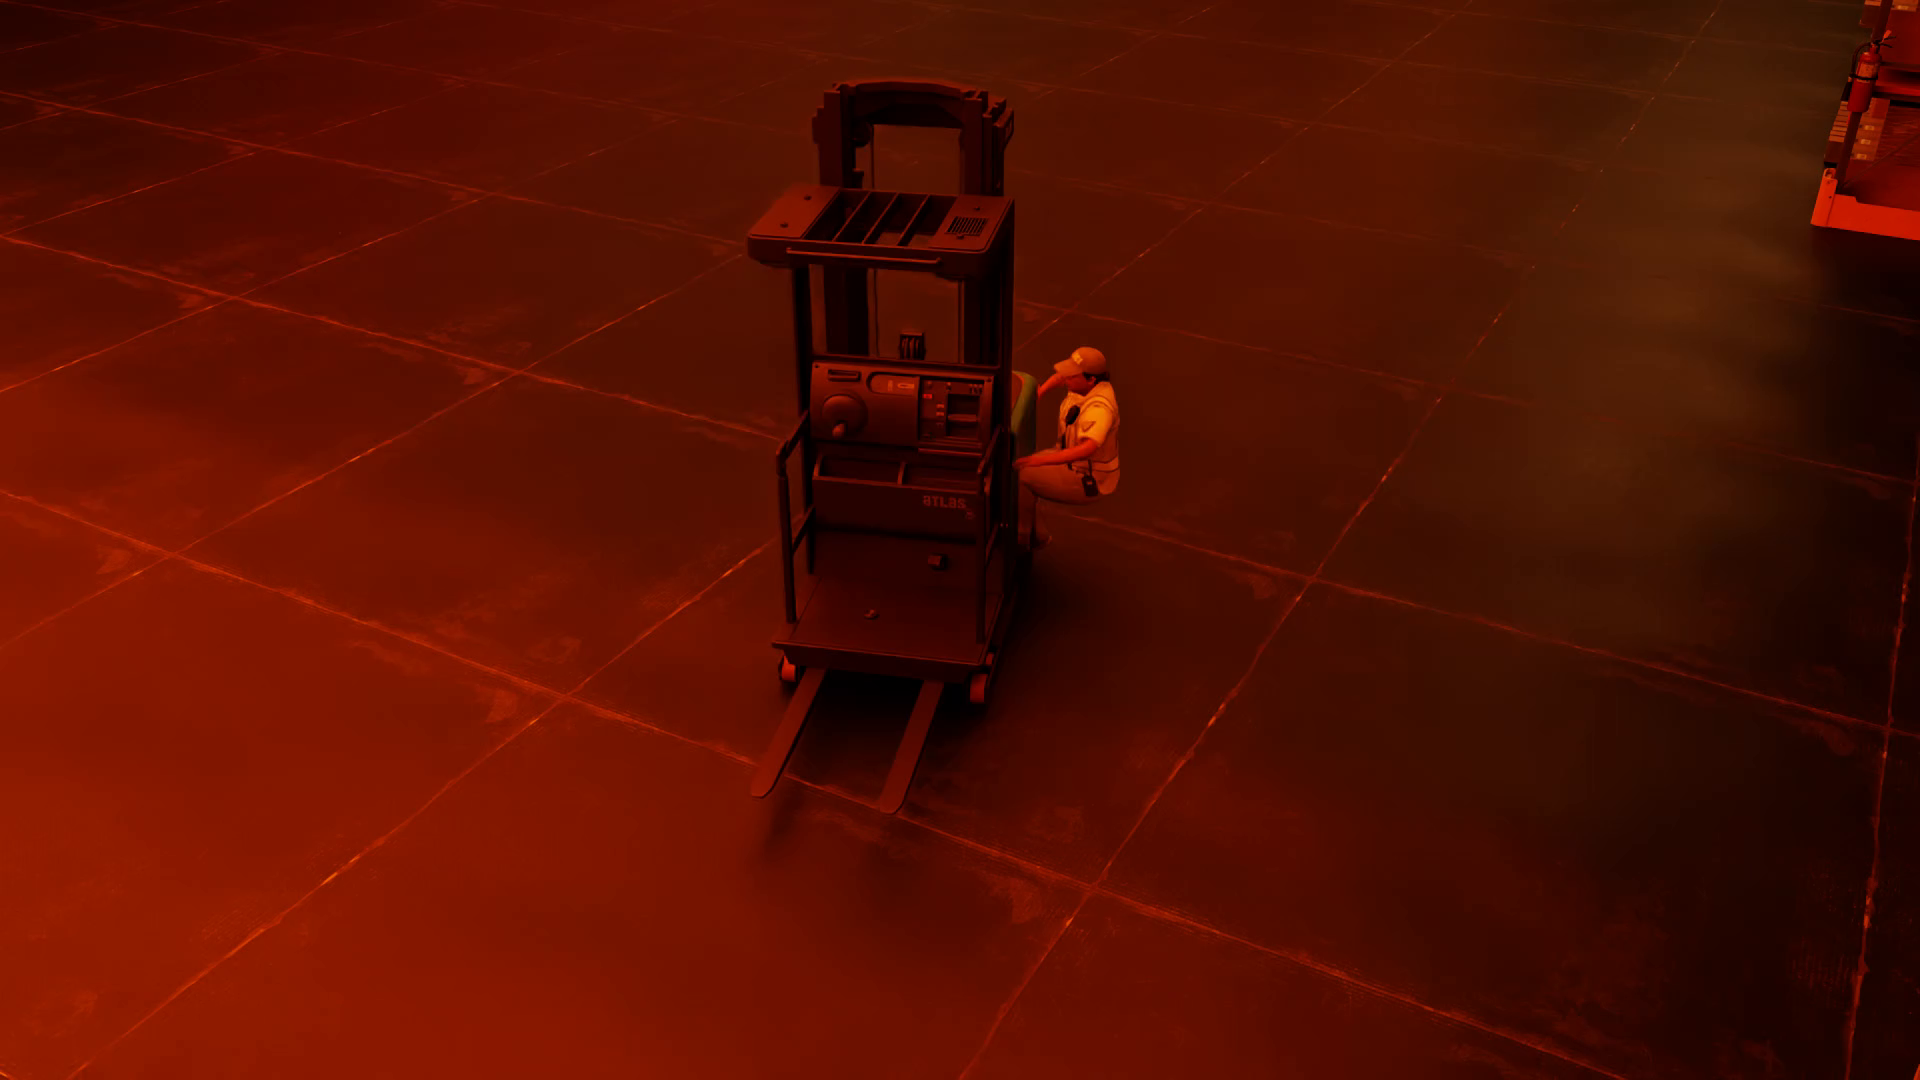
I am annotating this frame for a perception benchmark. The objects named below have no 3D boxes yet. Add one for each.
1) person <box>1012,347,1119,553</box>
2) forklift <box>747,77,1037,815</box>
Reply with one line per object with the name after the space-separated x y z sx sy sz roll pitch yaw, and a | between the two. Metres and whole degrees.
0.469 -0.434 9.285 0.822 1.409 0.973 -8 31 -13 | person
-0.332 -0.626 8.155 1.130 2.935 3.031 6 30 10 | forklift
